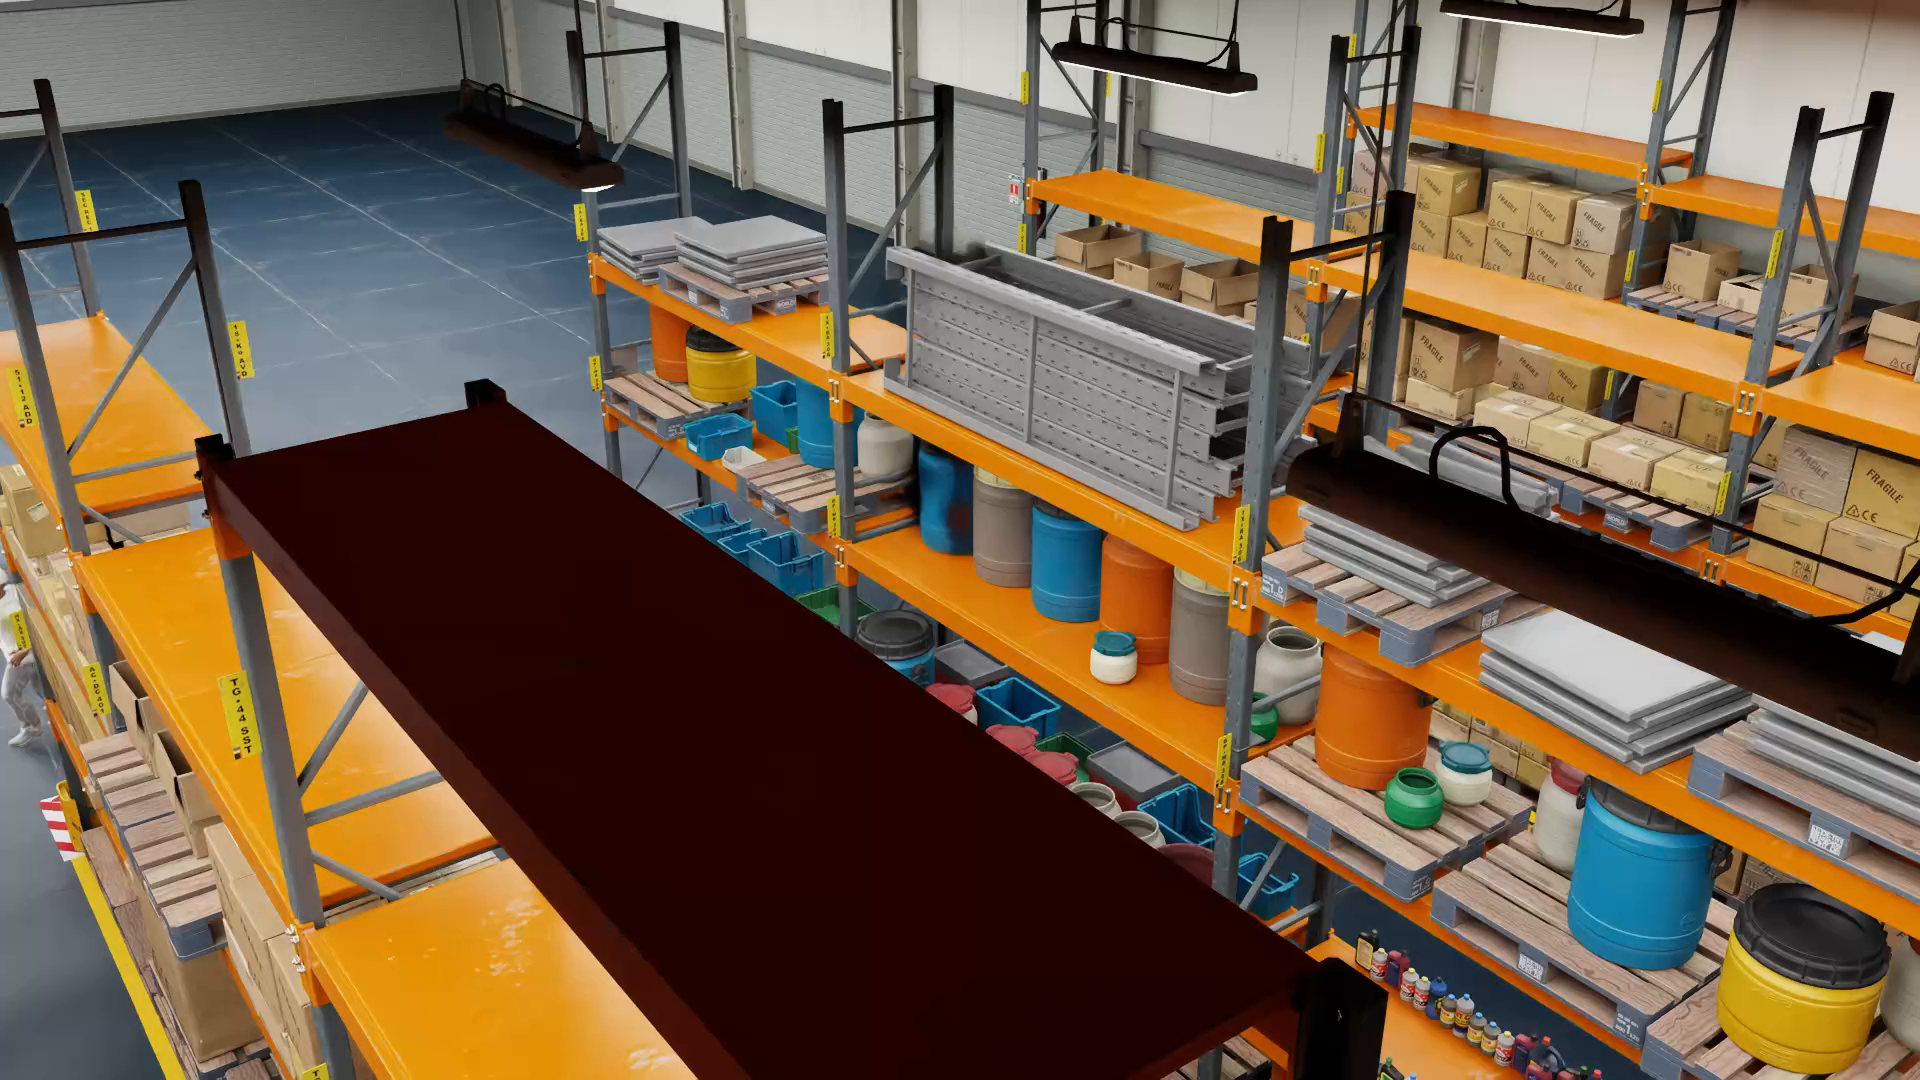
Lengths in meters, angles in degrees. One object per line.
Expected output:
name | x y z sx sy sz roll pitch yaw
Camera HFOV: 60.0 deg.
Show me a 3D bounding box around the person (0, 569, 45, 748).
person | -8.179 0.998 14.751 0.833 1.743 0.668 -6 26 -14
